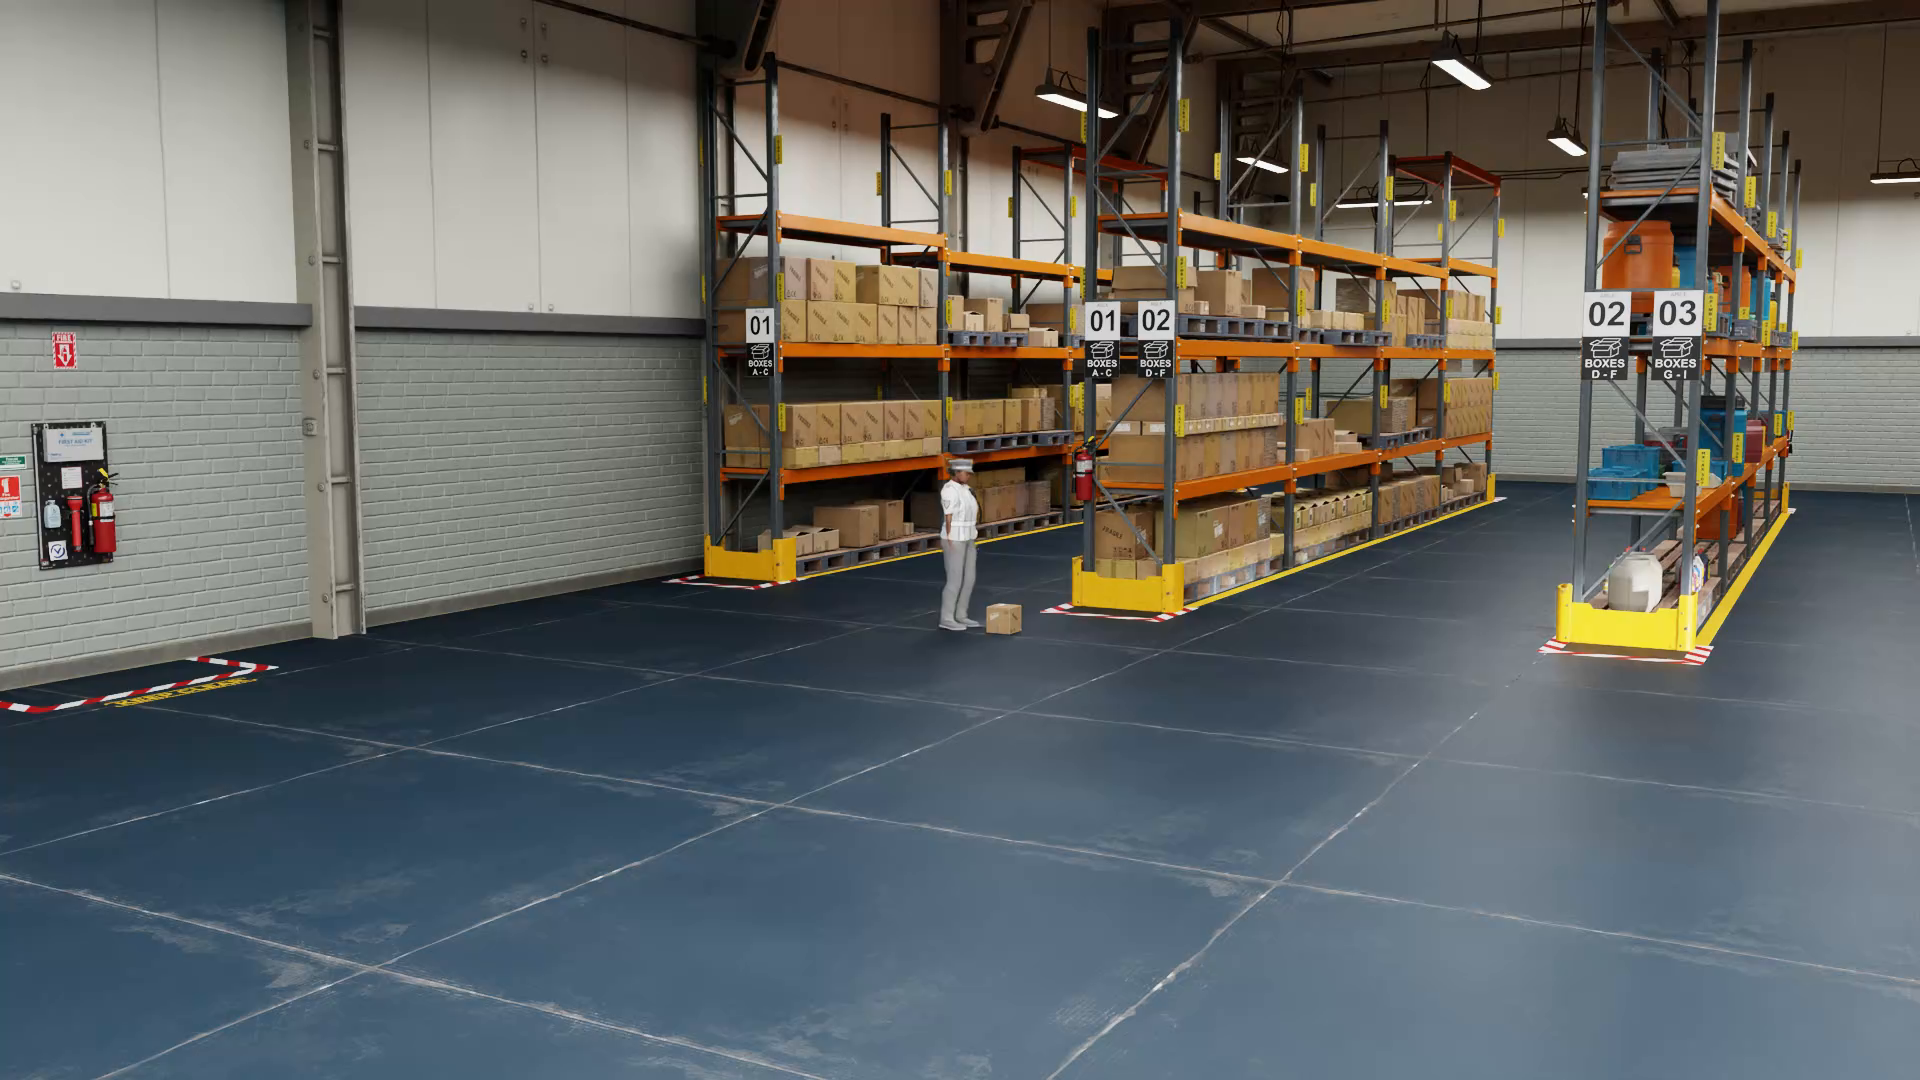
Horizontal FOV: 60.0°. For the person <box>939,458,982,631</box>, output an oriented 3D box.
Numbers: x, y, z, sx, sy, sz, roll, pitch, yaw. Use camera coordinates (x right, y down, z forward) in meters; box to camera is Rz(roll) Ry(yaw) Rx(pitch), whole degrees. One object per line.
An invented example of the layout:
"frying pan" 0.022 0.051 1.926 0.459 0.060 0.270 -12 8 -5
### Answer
"person" 0.004 0.034 16.106 0.340 1.658 0.438 3 7 30
